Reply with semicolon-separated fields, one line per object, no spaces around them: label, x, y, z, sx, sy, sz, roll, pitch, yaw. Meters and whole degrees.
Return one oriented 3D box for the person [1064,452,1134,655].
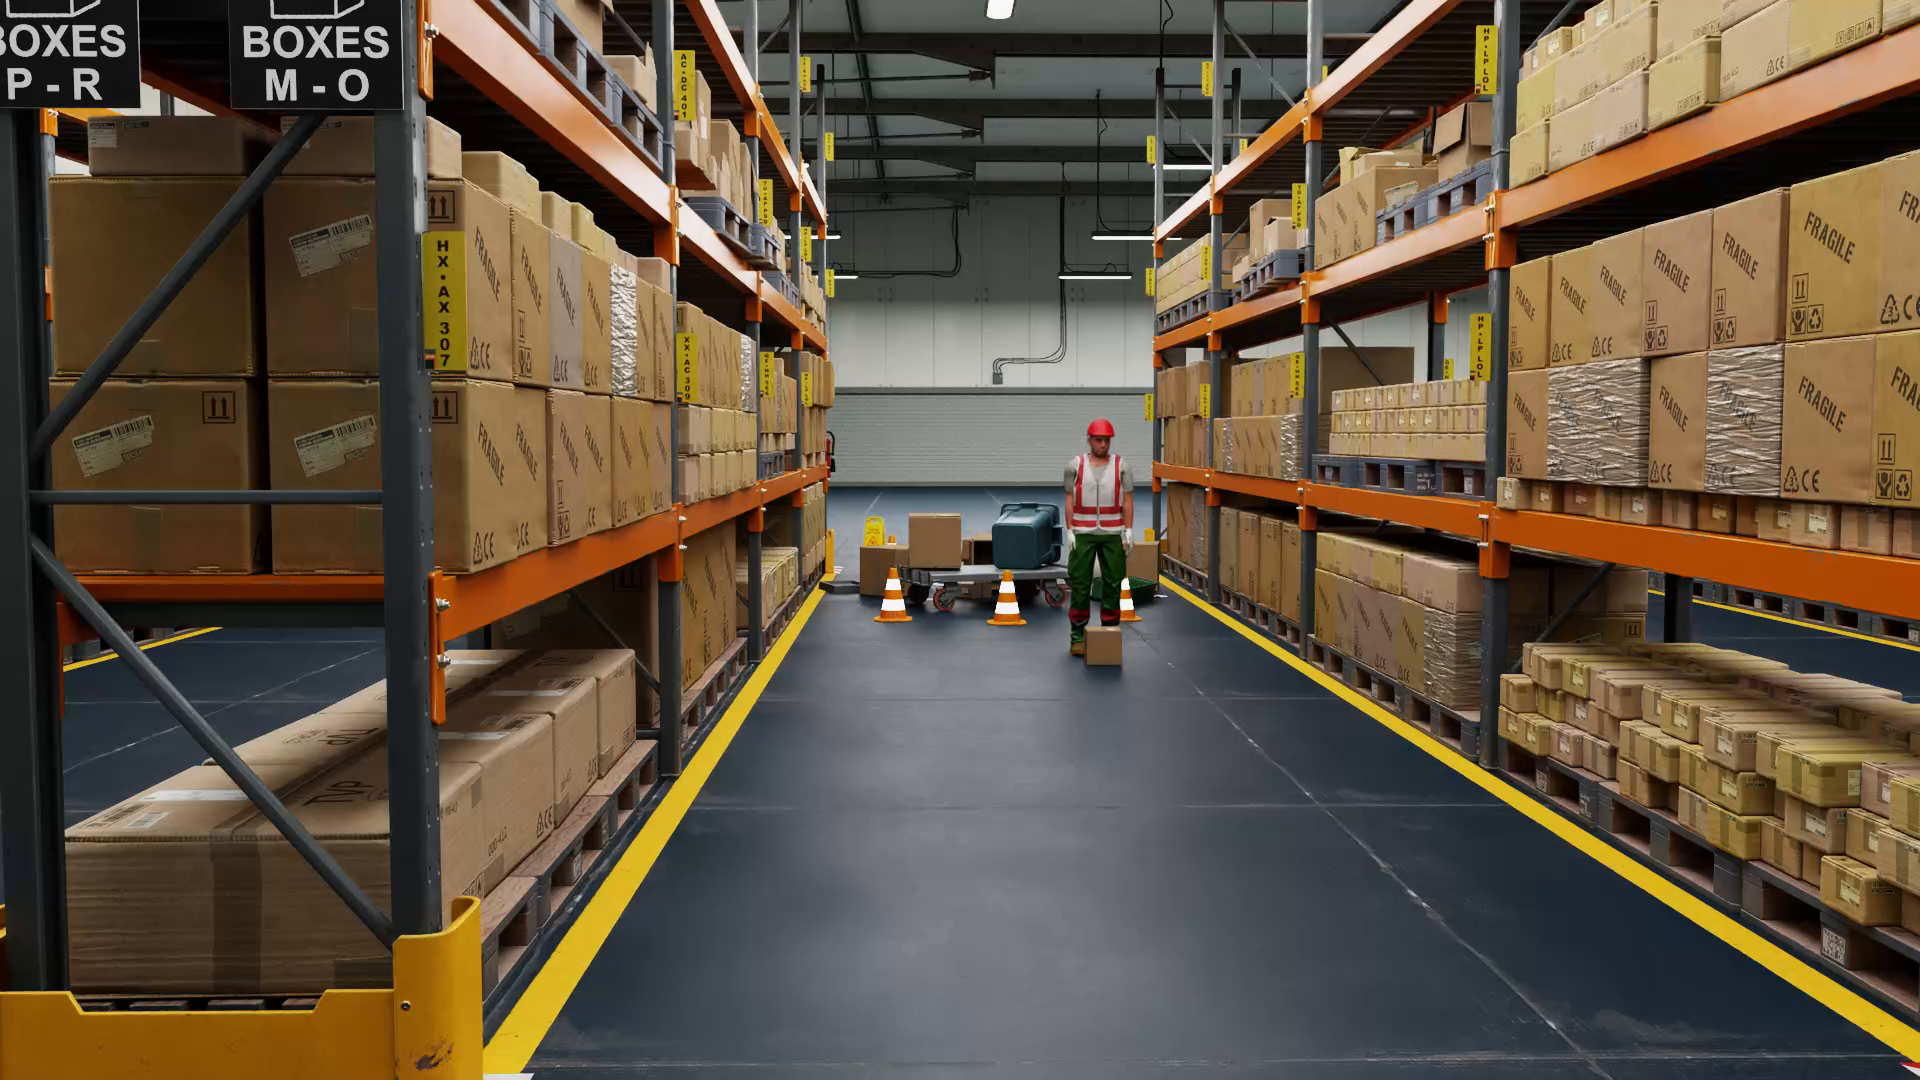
person;1.044;0.092;12.491;0.527;1.537;0.345;0;4;0
